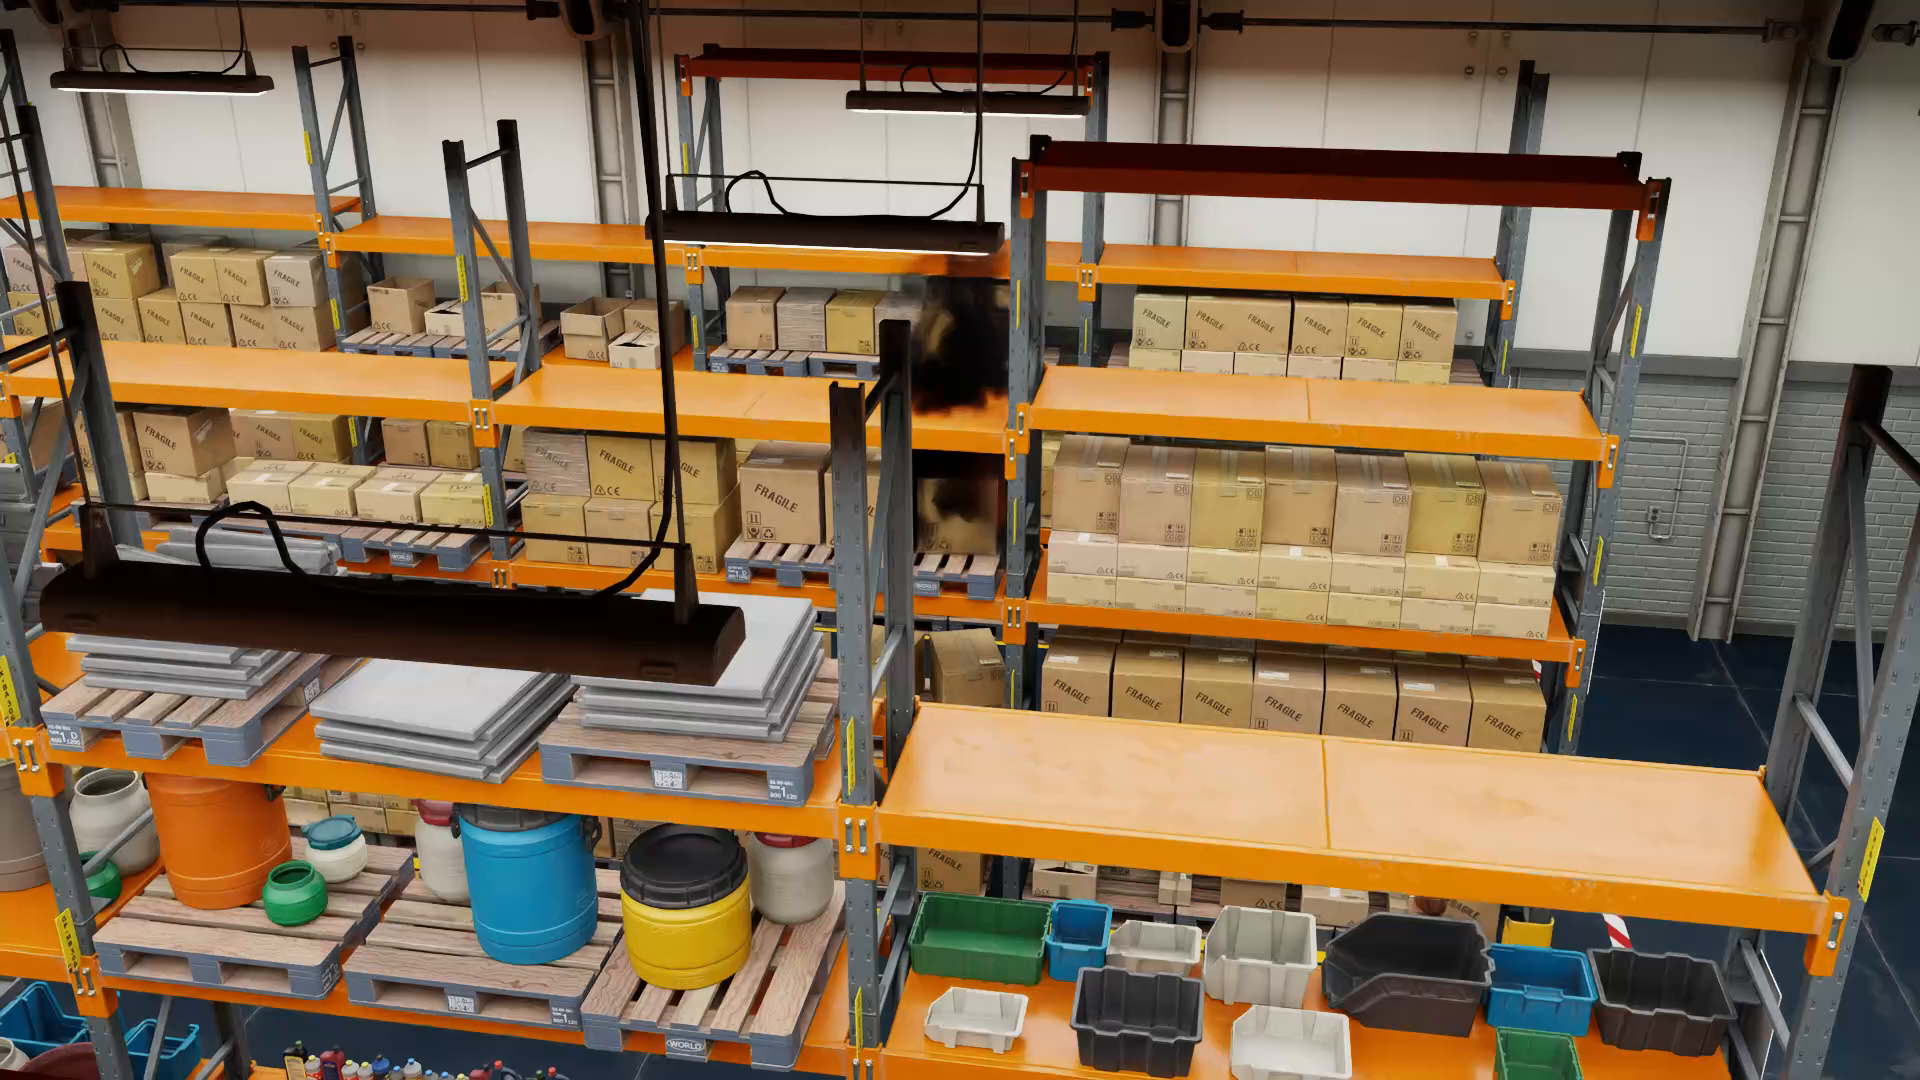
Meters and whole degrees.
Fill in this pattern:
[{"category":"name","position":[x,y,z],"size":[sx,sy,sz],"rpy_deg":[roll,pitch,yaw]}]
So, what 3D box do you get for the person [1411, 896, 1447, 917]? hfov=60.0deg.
[{"category":"person","position":[3.205,3.040,11.261],"size":[0.763,1.547,0.563],"rpy_deg":[0,23,1]}]
